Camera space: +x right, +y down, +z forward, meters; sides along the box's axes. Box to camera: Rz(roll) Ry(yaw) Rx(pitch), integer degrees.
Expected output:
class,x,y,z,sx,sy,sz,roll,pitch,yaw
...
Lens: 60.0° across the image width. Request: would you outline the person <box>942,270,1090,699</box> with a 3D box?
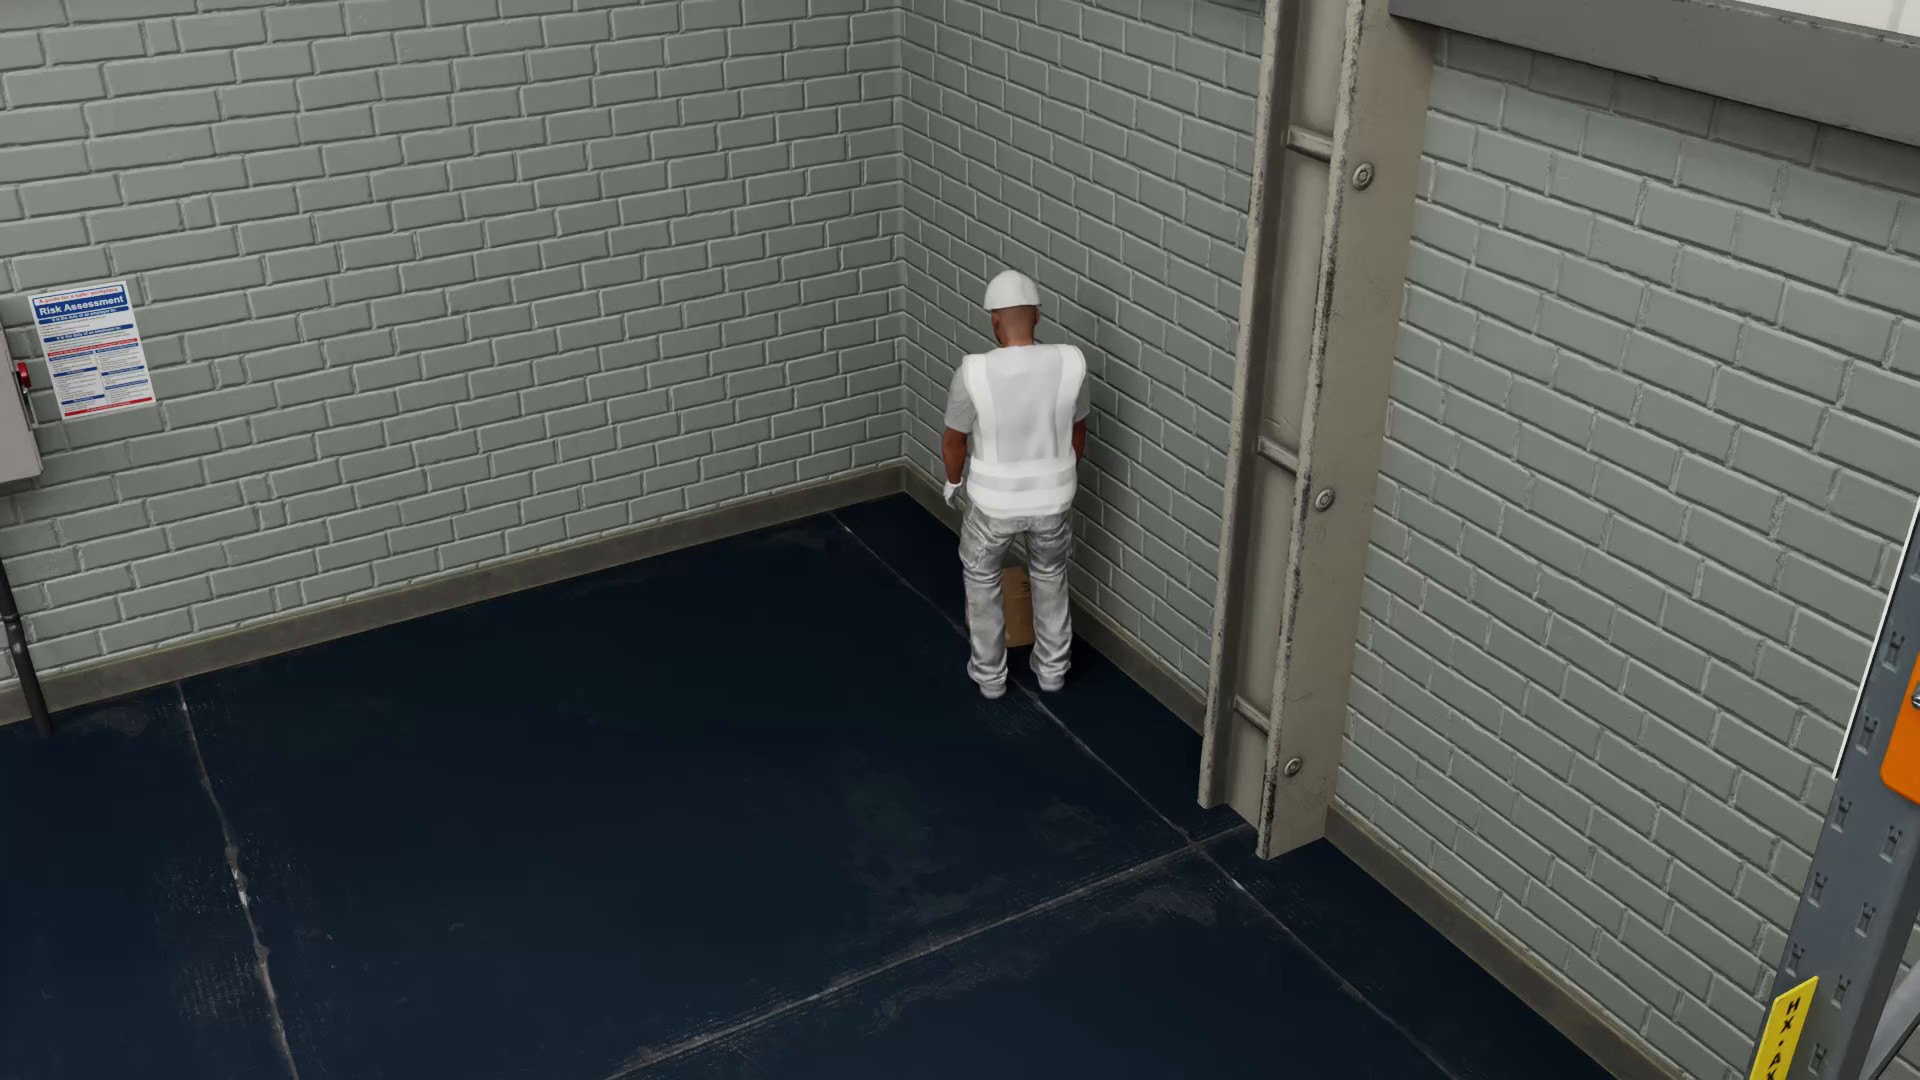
class,x,y,z,sx,sy,sz,roll,pitch,yaw
person,0.209,-0.188,6.487,0.566,1.749,0.427,-5,29,-9
